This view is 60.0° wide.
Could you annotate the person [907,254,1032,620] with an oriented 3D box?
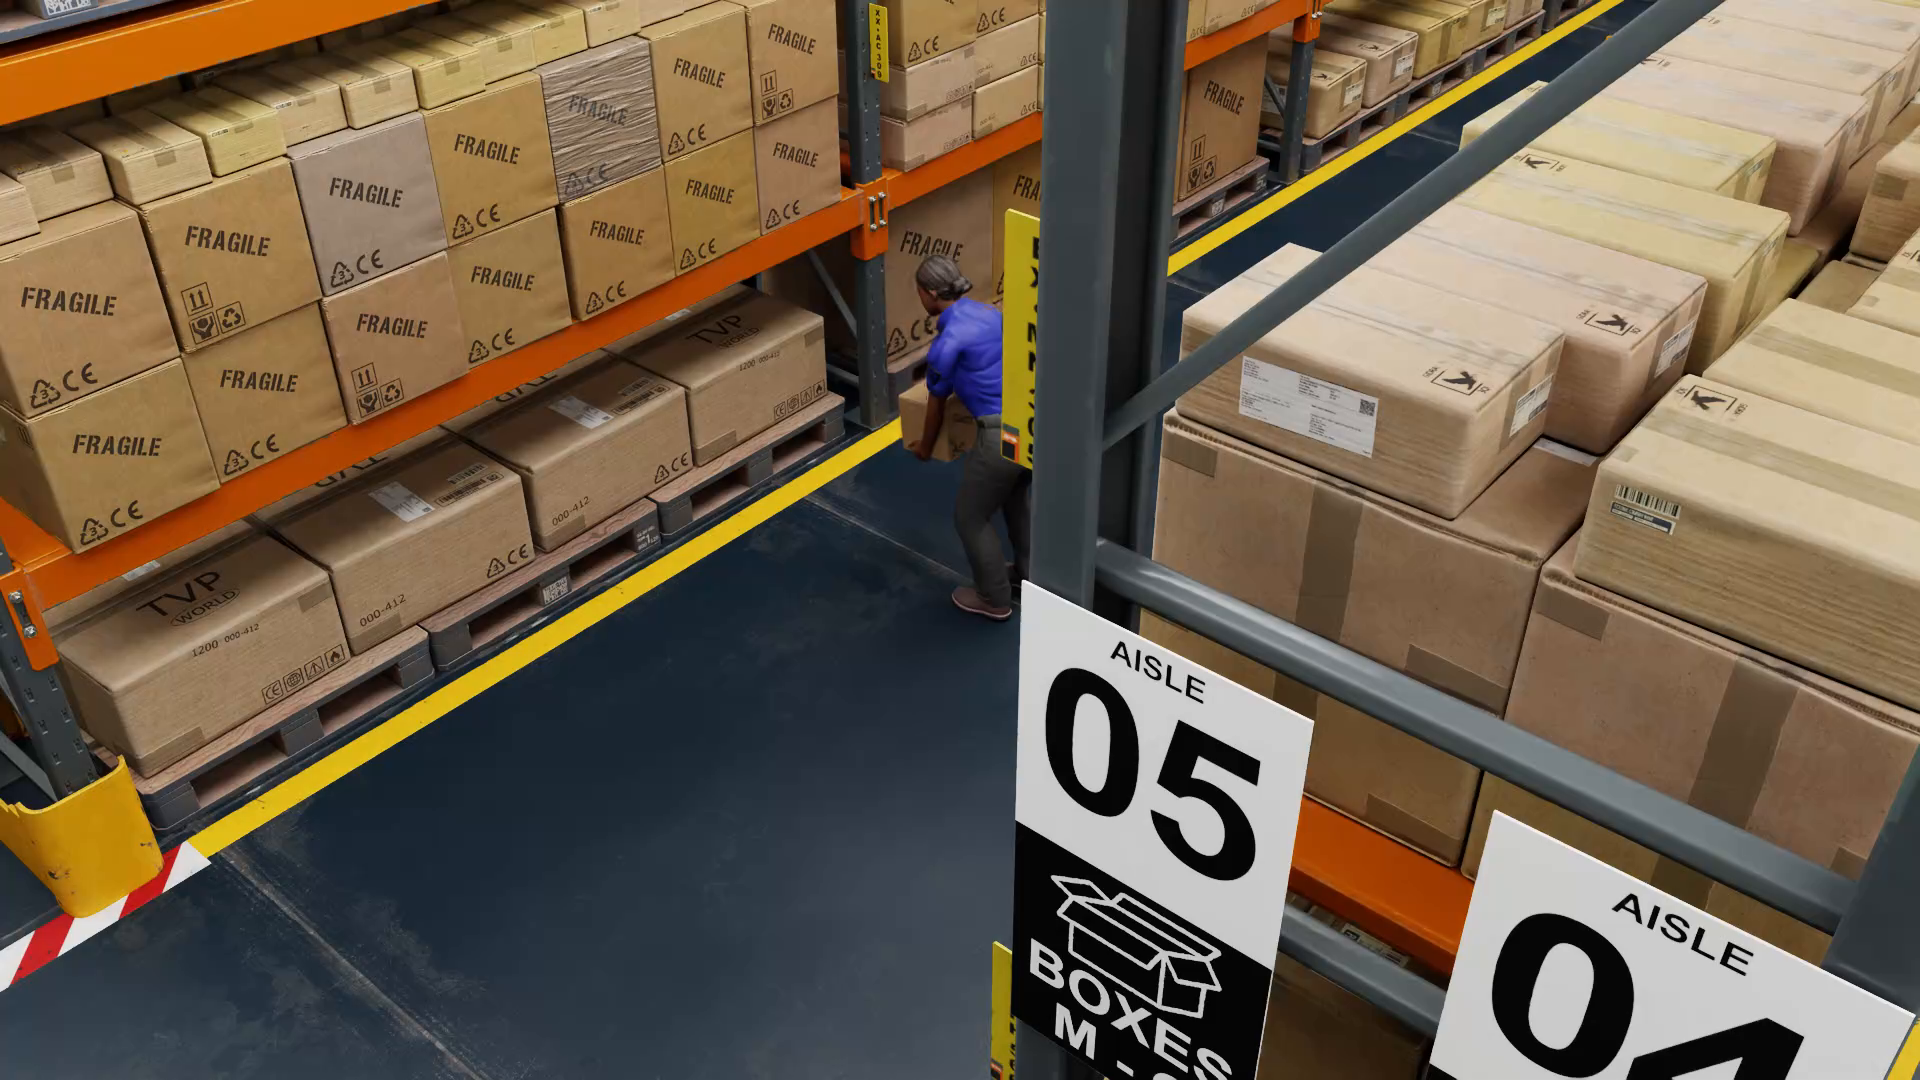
[{"bbox_3d":[0.083,-0.415,6.855,0.614,1.531,0.415,25,42,31],"label":"person"}]
